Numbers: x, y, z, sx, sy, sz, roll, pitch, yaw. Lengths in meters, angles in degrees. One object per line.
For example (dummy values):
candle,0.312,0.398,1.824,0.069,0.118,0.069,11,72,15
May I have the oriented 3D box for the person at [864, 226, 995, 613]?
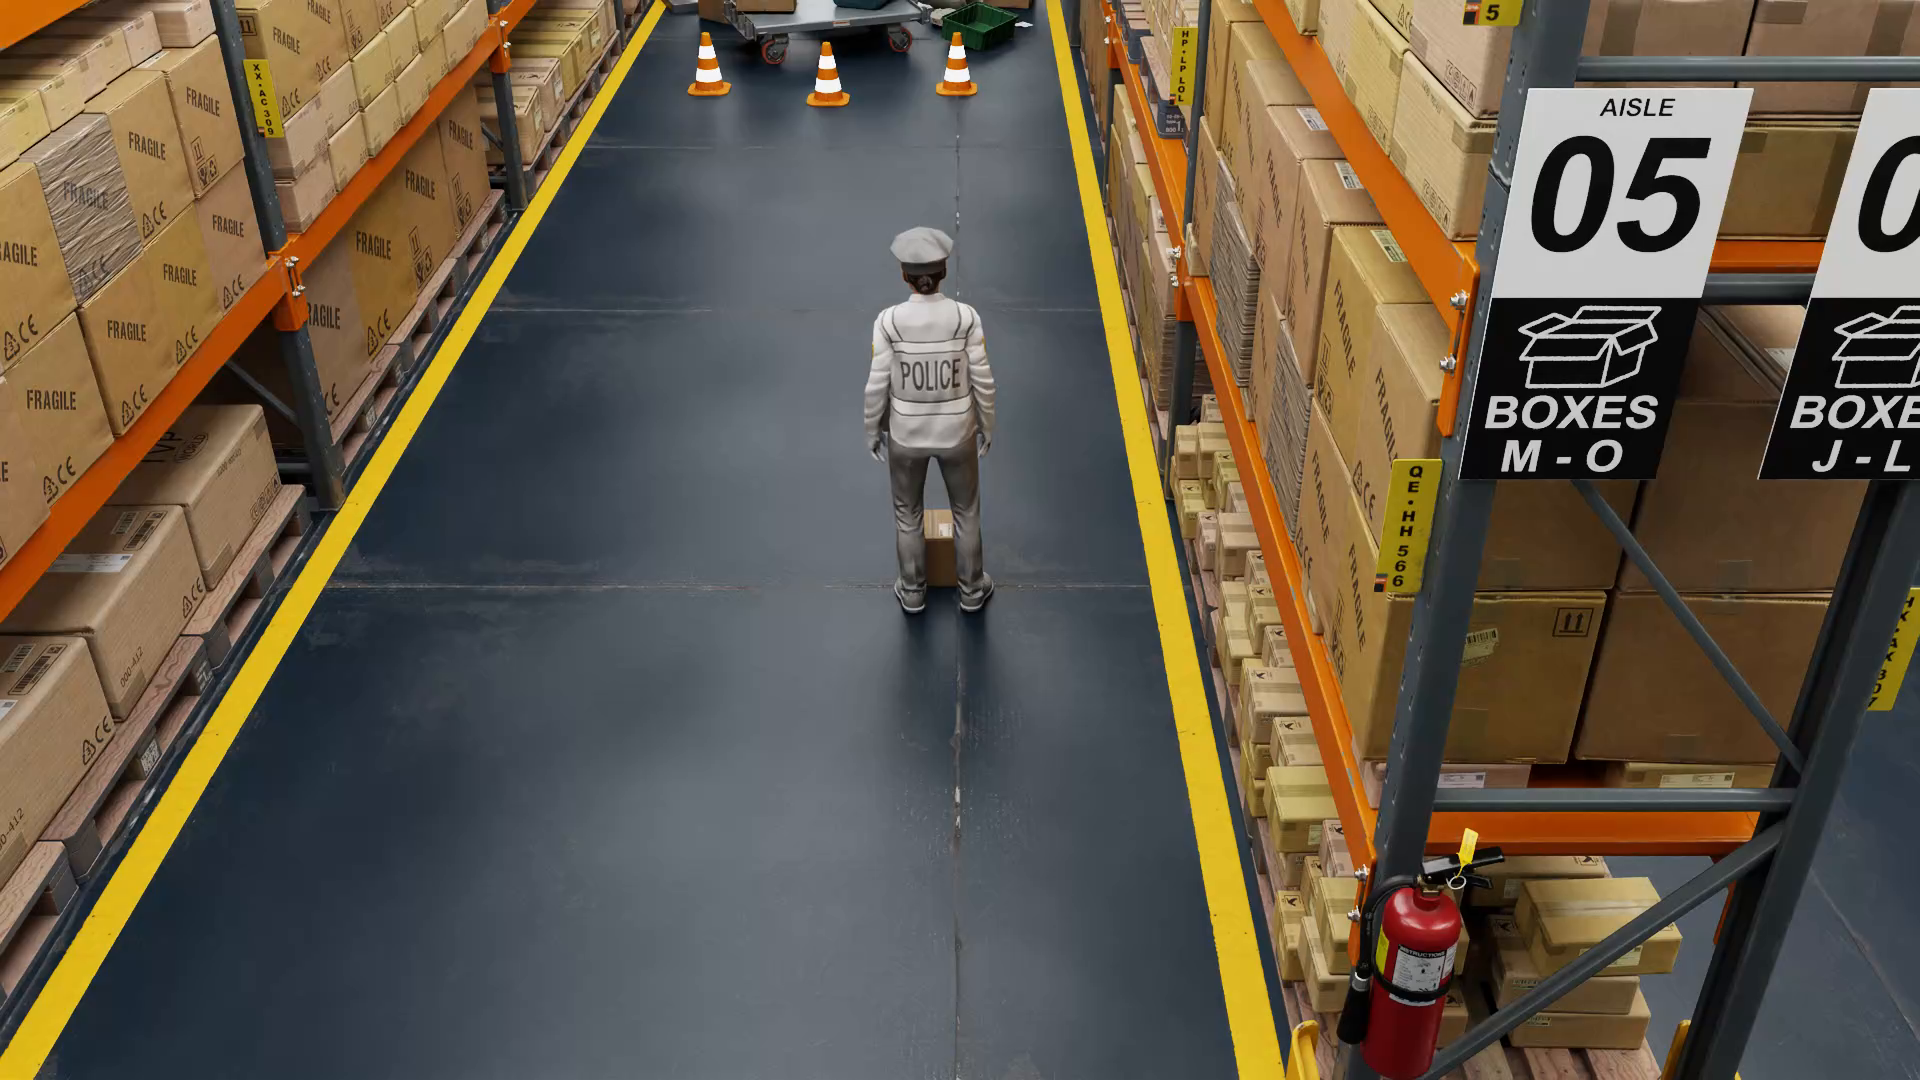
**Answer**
person,-0.120,-0.441,6.842,0.547,1.667,0.370,-2,32,-3
